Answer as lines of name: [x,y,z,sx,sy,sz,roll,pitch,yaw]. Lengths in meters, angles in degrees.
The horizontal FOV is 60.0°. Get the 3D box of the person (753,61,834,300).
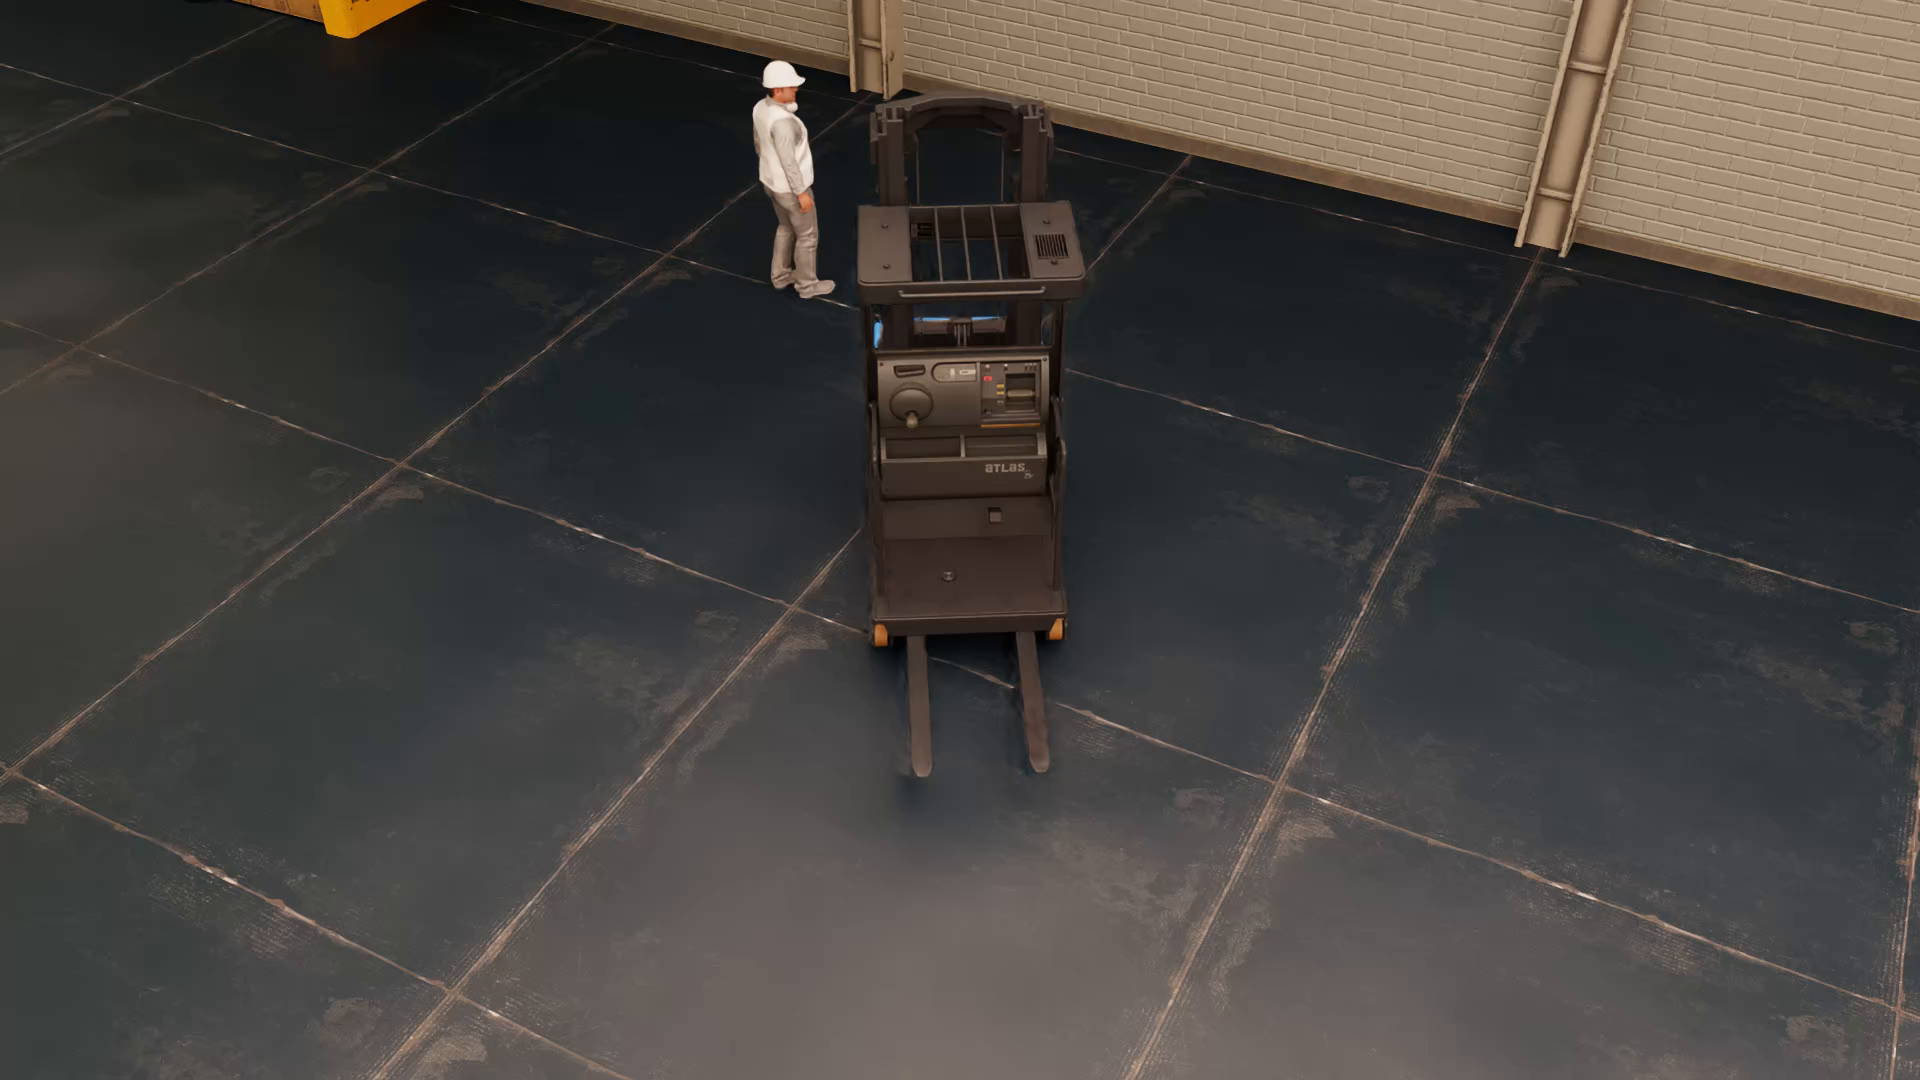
person: [-1.205,-2.587,11.961,0.419,1.772,0.648,-22,45,-24]

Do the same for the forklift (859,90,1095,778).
forklift: [0.061,-0.730,8.853,1.130,2.935,3.031,-4,40,-4]
